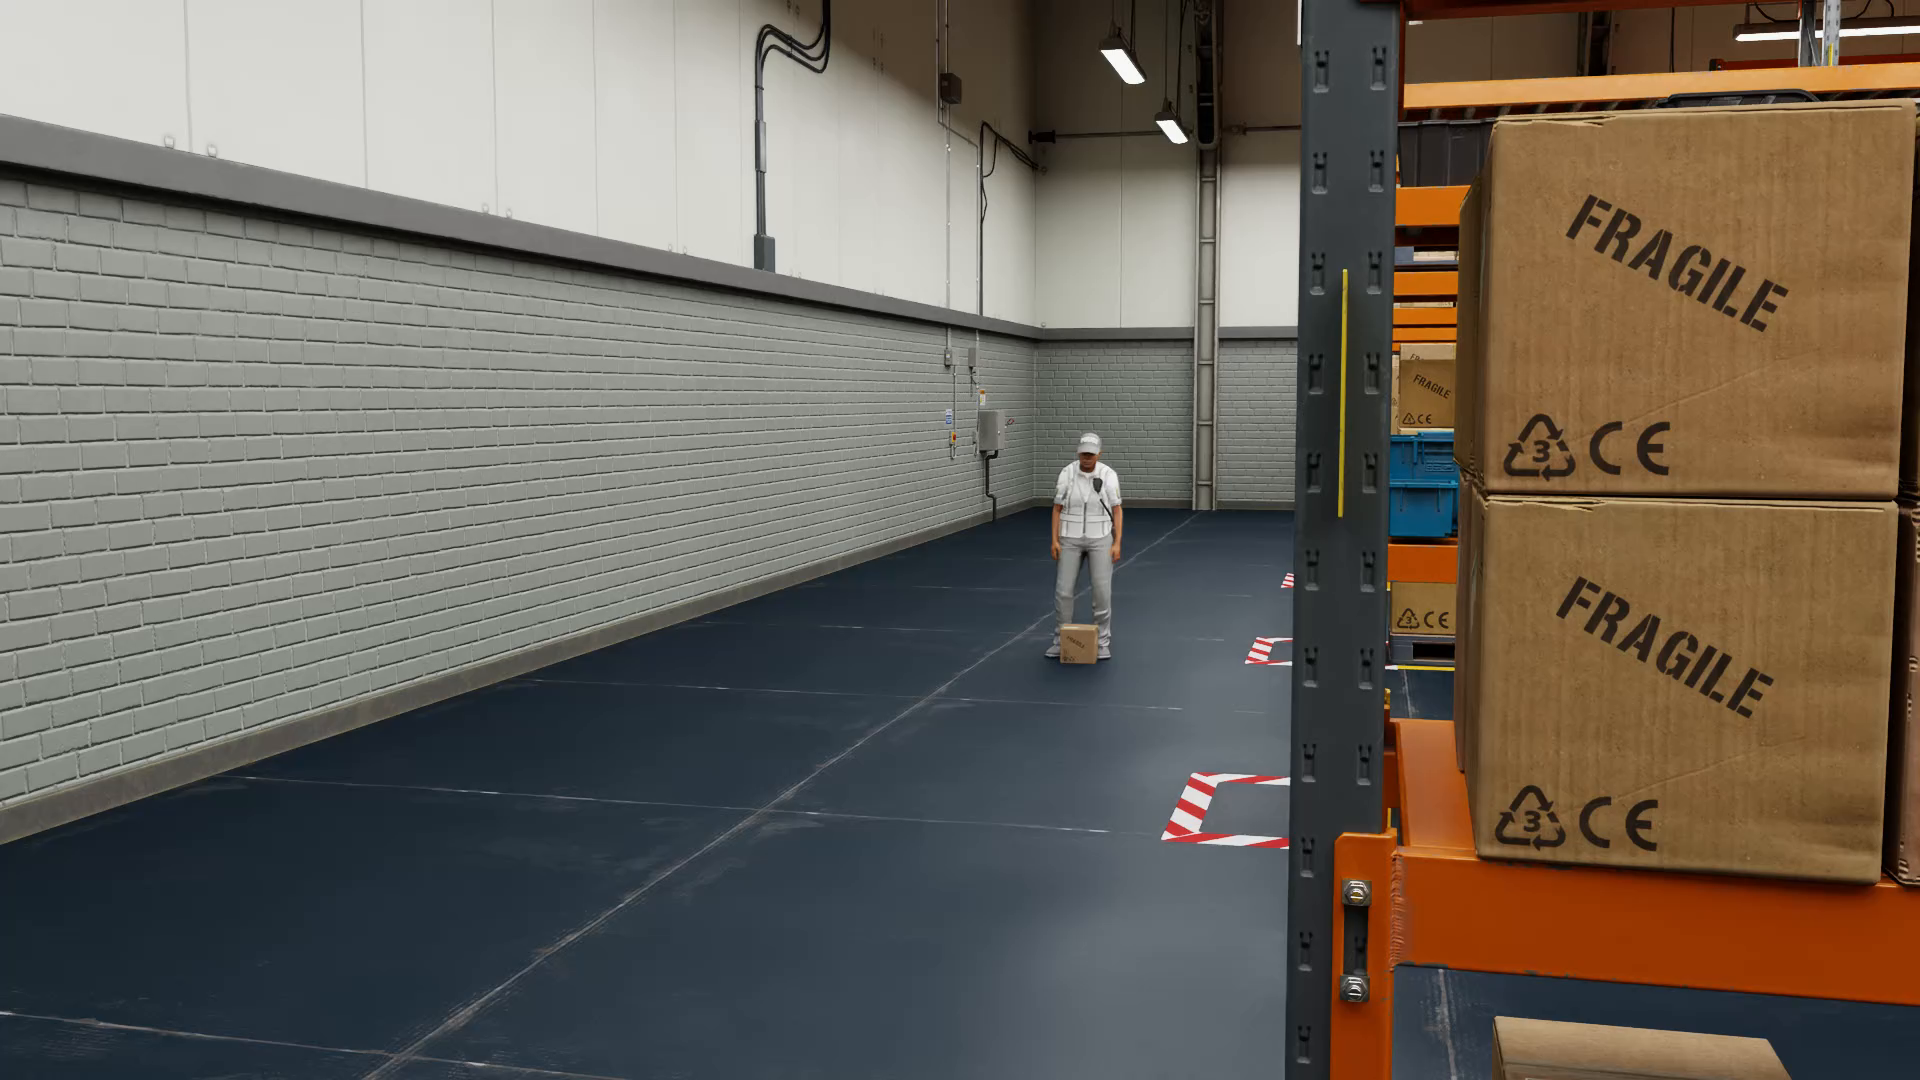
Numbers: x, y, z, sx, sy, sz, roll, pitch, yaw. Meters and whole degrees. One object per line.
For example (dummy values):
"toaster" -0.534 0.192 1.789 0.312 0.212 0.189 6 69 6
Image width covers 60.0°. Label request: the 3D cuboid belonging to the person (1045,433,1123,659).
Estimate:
"person" 0.920 0.037 12.318 0.558 1.665 0.468 1 5 10
